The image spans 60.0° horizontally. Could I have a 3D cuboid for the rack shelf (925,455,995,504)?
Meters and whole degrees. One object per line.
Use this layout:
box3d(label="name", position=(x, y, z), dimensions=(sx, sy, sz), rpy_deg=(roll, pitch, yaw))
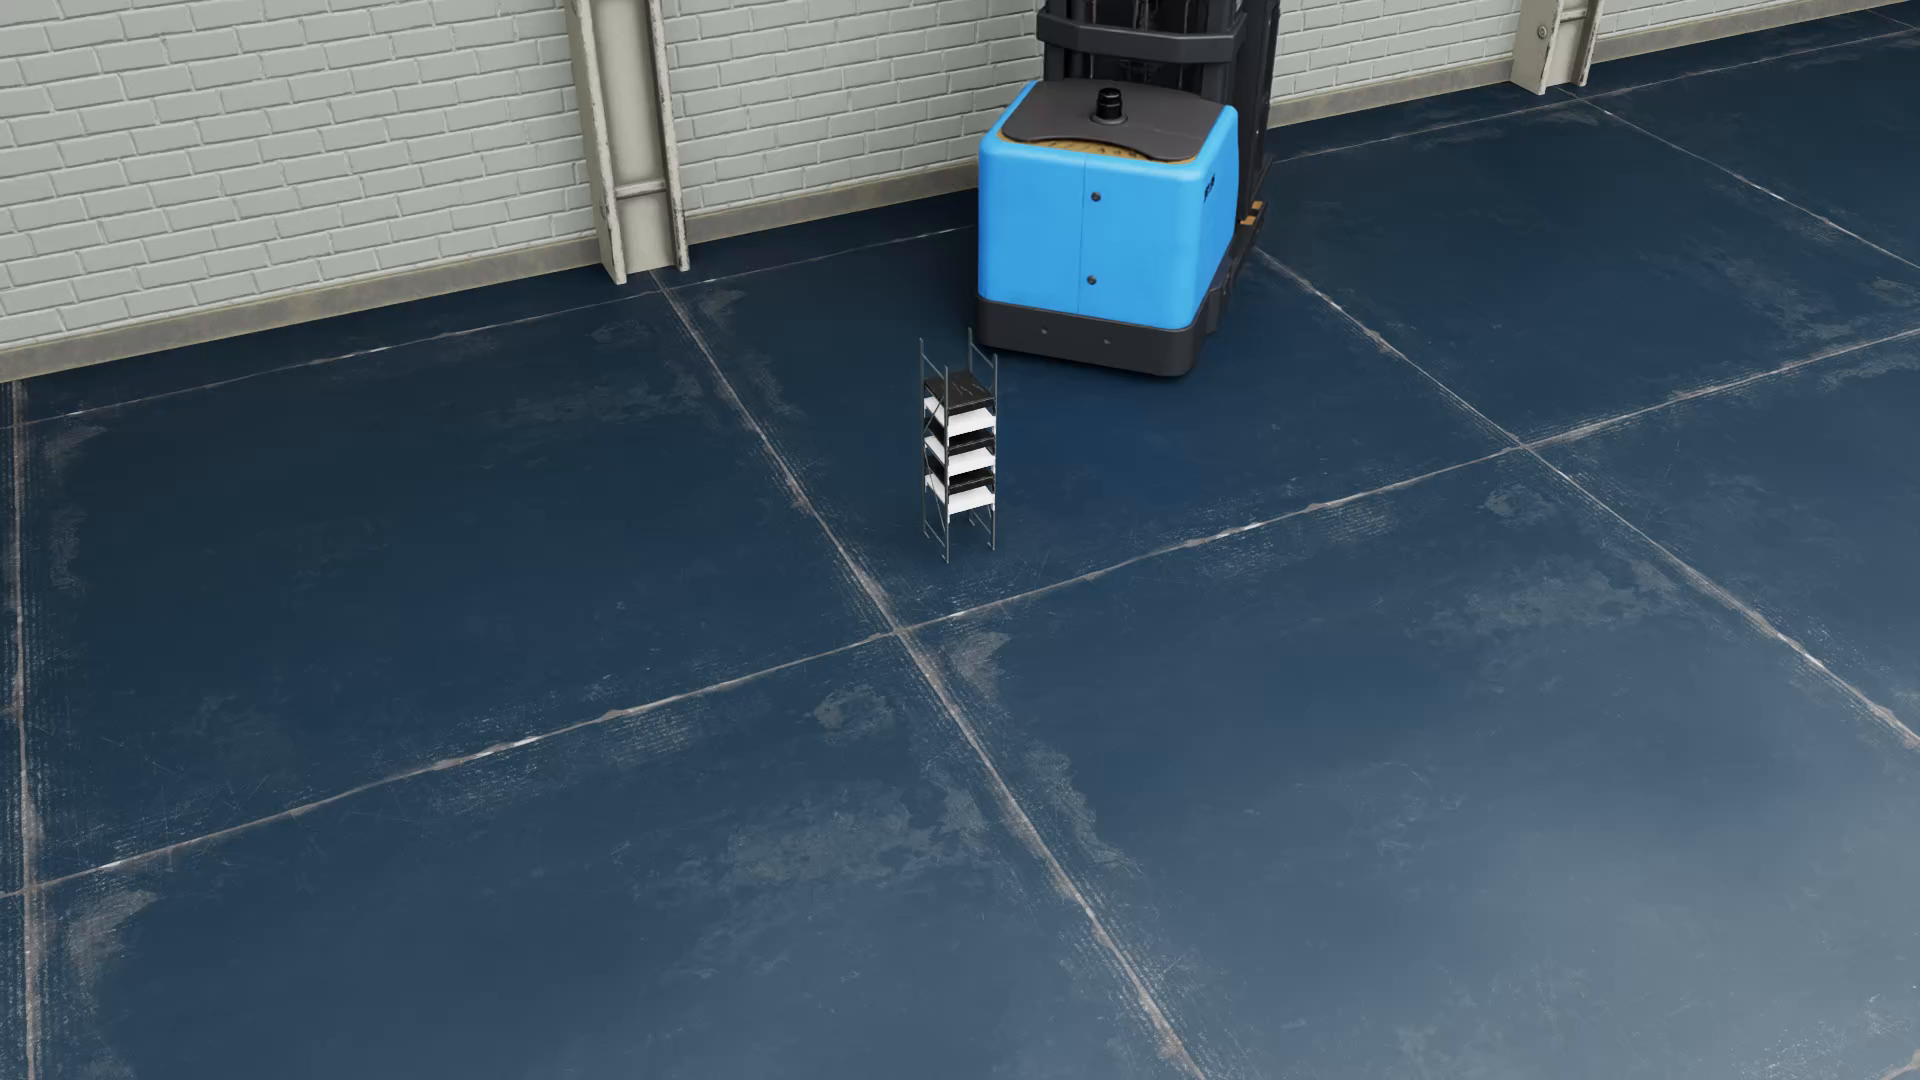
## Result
box3d(label="rack shelf", position=(-0.007, -0.260, 6.553), dimensions=(0.200, 0.077, 0.258), rpy_deg=(-16, 39, -20))

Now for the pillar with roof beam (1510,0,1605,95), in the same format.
box3d(label="pillar with roof beam", position=(5.615, -4.251, 4.928), dimensions=(0.400, 9.000, 9.100), rpy_deg=(-16, 39, -20))

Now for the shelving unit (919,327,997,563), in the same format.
box3d(label="shelving unit", position=(-0.007, -0.359, 6.479), dimensions=(0.210, 0.900, 0.258), rpy_deg=(-16, 39, -20))

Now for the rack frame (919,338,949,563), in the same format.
box3d(label="rack frame", position=(-0.099, -0.334, 6.444), dimensions=(0.006, 0.900, 0.240), rpy_deg=(-16, 39, -20))

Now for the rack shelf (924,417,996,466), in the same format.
box3d(label="rack shelf", position=(-0.007, -0.405, 6.445), dimensions=(0.200, 0.077, 0.258), rpy_deg=(-16, 39, -20))

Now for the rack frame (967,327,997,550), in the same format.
box3d(label="rack frame", position=(0.085, -0.385, 6.514), dimensions=(0.006, 0.900, 0.240), rpy_deg=(-16, 39, -20))

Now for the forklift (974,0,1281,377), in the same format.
box3d(label="forklift", position=(1.027, -2.807, 8.074), dimensions=(1.130, 2.935, 3.031), rpy_deg=(12, 38, 15))

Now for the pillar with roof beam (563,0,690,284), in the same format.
box3d(label="pillar with roof beam", position=(0.184, -2.733, 2.881), dimensions=(0.400, 9.000, 9.100), rpy_deg=(-16, 39, -20))

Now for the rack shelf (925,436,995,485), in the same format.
box3d(label="rack shelf", position=(-0.007, -0.333, 6.499), dimensions=(0.200, 0.077, 0.258), rpy_deg=(-16, 39, -20))

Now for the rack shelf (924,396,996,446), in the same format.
box3d(label="rack shelf", position=(-0.007, -0.477, 6.392), dimensions=(0.200, 0.077, 0.258), rpy_deg=(-16, 39, -20))

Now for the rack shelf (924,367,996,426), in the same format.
box3d(label="rack shelf", position=(-0.007, -0.549, 6.338), dimensions=(0.200, 0.077, 0.258), rpy_deg=(-16, 39, -20))

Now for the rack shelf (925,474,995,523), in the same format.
box3d(label="rack shelf", position=(-0.007, -0.188, 6.606), dimensions=(0.200, 0.077, 0.258), rpy_deg=(-16, 39, -20))
